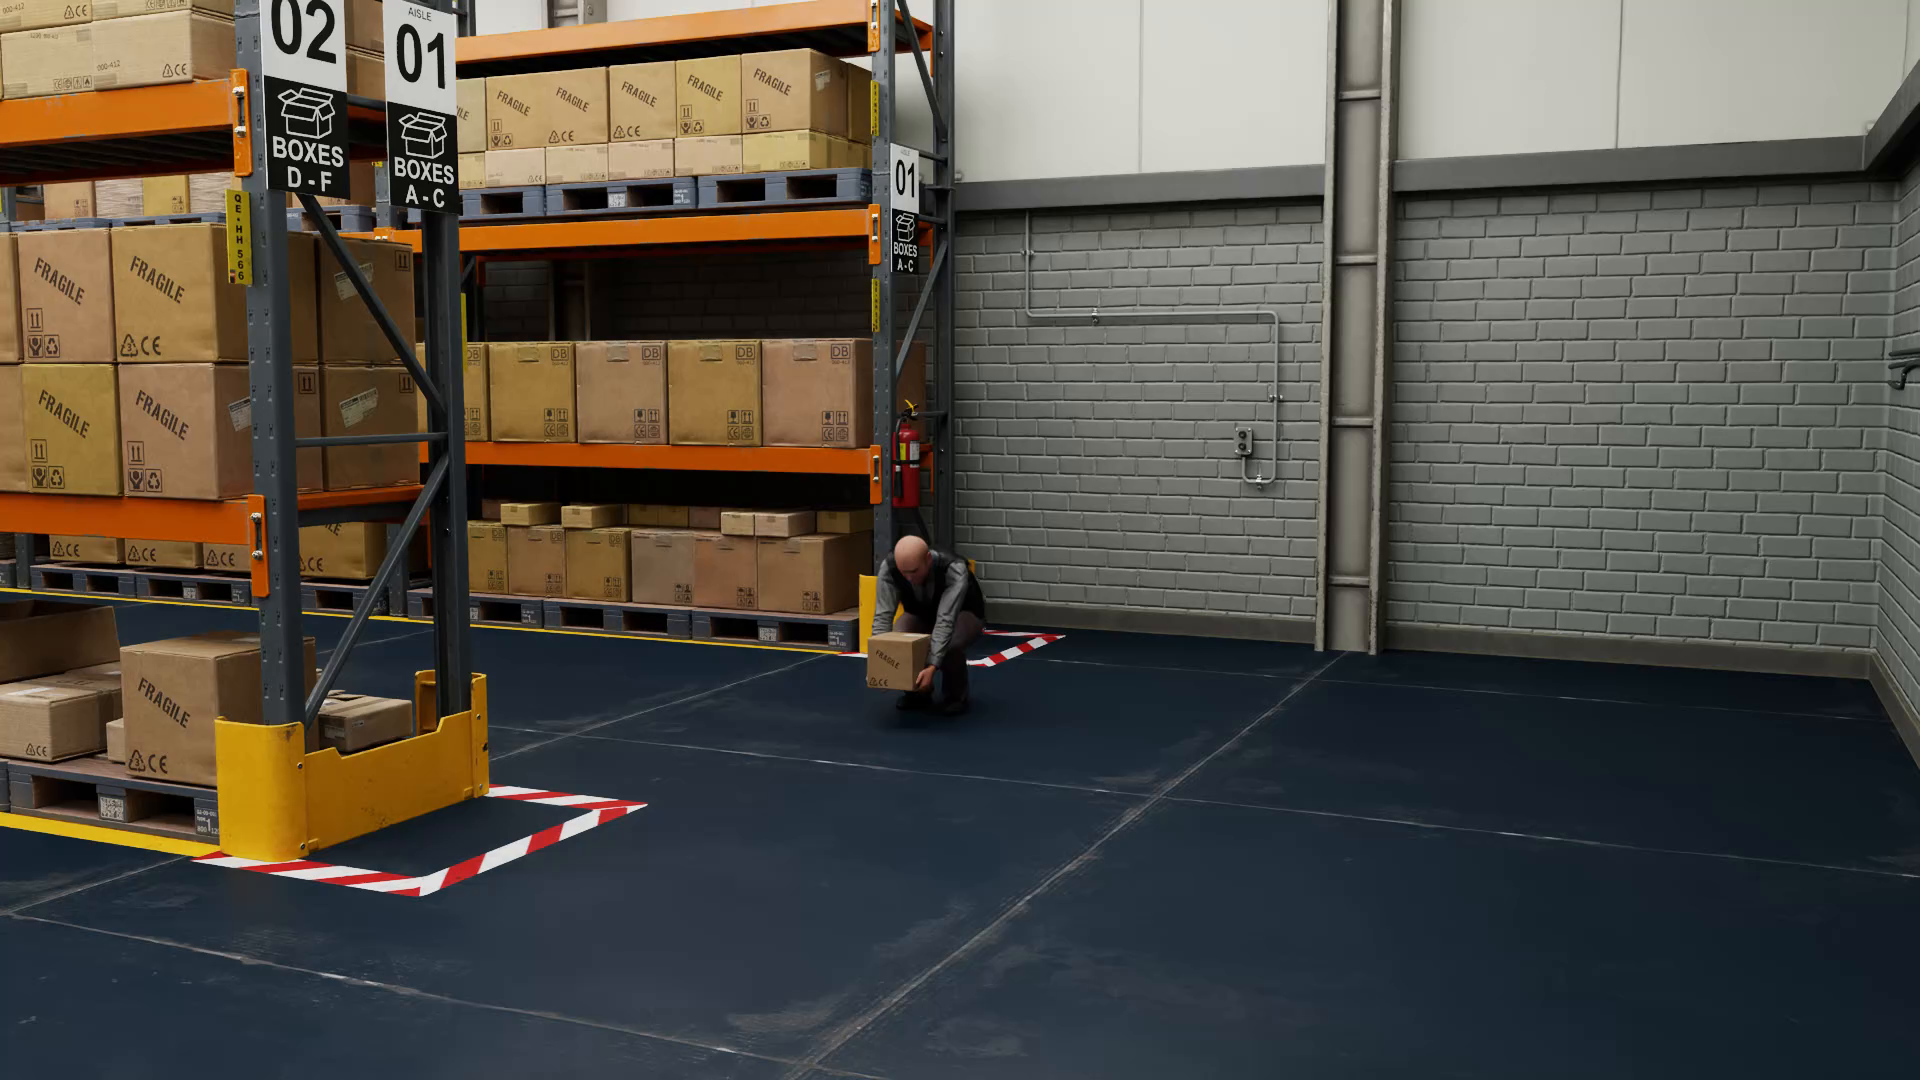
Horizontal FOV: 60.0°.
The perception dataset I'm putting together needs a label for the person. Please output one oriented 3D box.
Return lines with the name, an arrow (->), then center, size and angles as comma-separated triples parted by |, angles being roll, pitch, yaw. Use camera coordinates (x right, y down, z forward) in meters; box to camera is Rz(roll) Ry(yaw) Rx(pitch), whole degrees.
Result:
person -> -0.163, 0.435, 8.690 | 0.513, 0.959, 0.876 | 2, 6, 22
